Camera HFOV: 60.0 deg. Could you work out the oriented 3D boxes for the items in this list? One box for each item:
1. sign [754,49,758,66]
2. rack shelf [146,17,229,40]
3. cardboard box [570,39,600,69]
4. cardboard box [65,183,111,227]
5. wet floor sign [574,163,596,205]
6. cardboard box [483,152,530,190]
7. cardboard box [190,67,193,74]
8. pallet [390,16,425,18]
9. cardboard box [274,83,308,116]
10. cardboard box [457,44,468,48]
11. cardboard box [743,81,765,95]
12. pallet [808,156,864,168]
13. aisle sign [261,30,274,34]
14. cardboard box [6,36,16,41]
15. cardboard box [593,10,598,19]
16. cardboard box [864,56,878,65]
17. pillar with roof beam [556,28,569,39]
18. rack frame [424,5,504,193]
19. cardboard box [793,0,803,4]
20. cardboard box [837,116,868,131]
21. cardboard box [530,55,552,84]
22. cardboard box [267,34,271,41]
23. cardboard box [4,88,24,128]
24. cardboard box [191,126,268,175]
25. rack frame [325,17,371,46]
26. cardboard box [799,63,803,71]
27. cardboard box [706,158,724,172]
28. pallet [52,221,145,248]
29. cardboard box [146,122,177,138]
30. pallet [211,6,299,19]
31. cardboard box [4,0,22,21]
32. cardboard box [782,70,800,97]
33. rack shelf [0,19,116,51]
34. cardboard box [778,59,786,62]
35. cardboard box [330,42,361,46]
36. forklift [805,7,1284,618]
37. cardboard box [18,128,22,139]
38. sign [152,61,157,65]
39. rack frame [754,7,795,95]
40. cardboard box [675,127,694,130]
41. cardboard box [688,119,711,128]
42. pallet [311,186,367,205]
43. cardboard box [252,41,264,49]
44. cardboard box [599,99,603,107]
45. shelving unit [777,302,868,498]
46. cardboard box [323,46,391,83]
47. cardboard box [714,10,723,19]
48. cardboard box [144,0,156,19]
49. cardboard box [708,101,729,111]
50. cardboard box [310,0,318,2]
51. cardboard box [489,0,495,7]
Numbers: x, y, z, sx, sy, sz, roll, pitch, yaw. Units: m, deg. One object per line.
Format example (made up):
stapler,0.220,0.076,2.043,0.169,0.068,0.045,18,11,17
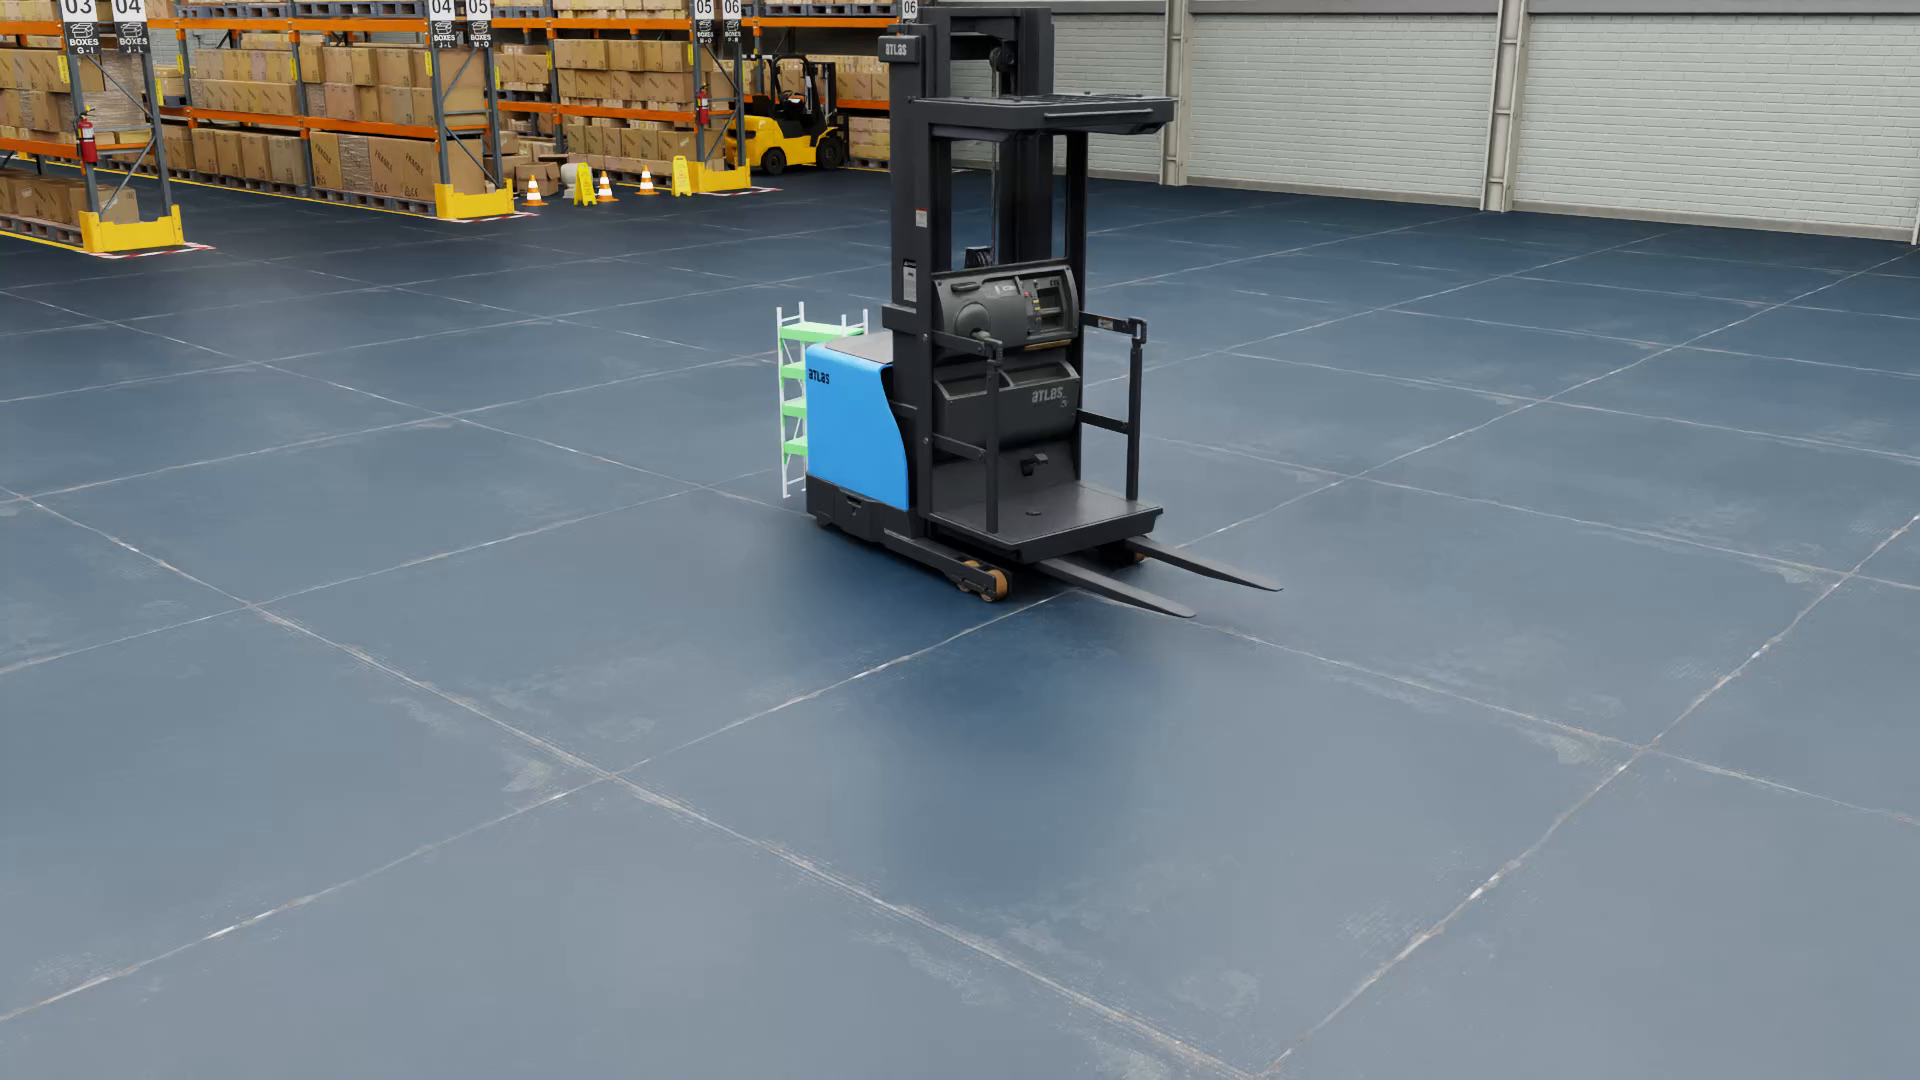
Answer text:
sign,-4.132,-9.775,33.671,0.005,0.325,0.100,15,23,39
rack shelf,-14.768,-9.413,30.545,4.000,0.370,1.077,15,23,39
cardboard box,-6.518,-8.683,29.703,0.500,0.500,0.700,15,23,40
cardboard box,-11.583,-4.467,22.166,0.500,0.500,0.500,-11,21,-31
wet floor sign,-5.953,-5.639,26.312,0.232,0.644,0.267,11,20,30
cardboard box,-7.778,-6.300,28.405,0.503,0.637,0.797,15,23,39
cardboard box,-13.873,-8.529,30.266,0.250,0.149,0.380,15,23,39
pallet,-10.579,-10.522,33.161,1.003,0.211,1.213,16,24,42
cardboard box,-10.849,-7.214,27.218,0.500,0.500,0.500,15,23,39
cardboard box,-10.269,-9.744,33.537,0.500,0.500,0.500,14,22,37
cardboard box,-4.329,-9.356,34.382,0.500,0.250,0.500,16,23,40
pallet,-2.295,-7.643,33.344,1.213,0.211,1.003,15,23,39
aisle sign,-15.894,-11.995,38.152,0.004,0.787,0.394,15,23,39
cardboard box,-19.097,-10.047,34.001,0.500,0.500,0.500,15,23,39
cardboard box,-6.230,-9.249,29.251,0.250,0.149,0.380,14,22,38
cardboard box,-1.614,-9.194,31.895,0.250,0.149,0.380,16,23,40
pillar with roof beam,-12.542,-13.221,36.395,0.400,9.000,9.100,15,23,39
rack frame,-7.289,-6.319,24.563,0.127,3.000,1.000,15,23,39
cardboard box,-3.070,-10.631,32.746,0.250,0.149,0.380,16,24,41
cardboard box,-2.108,-8.171,32.598,0.500,0.250,0.500,15,23,40
cardboard box,-7.569,-8.692,30.691,0.500,0.500,0.500,15,23,38
cardboard box,-15.162,-11.167,36.949,0.250,0.149,0.380,15,23,40
cardboard box,-12.215,-5.809,22.301,0.500,0.500,0.875,15,23,39
cardboard box,-12.877,-6.910,29.452,0.750,0.750,1.050,15,23,39
rack frame,-13.054,-9.868,35.748,0.127,3.000,1.000,15,23,39
cardboard box,-2.976,-9.402,33.041,0.250,0.149,0.380,15,23,39
cardboard box,-4.499,-6.573,29.216,0.500,0.250,0.500,15,23,39
pallet,-11.298,-4.074,22.100,1.213,0.211,1.003,15,23,39
cardboard box,-14.713,-7.574,30.716,0.500,0.250,0.500,16,23,41
pallet,-11.917,-8.924,28.124,1.213,0.211,1.003,16,24,42
cardboard box,-11.939,-6.819,21.428,0.500,0.250,0.500,16,23,40
cardboard box,-3.220,-9.184,33.428,0.500,0.500,0.500,16,23,40
rack shelf,-12.153,-6.705,22.011,4.000,0.370,1.077,15,23,39
cardboard box,-3.470,-9.725,33.567,0.250,0.149,0.380,15,23,40
cardboard box,-12.916,-10.239,35.098,0.500,0.500,0.500,15,23,40
forklift,0.389,-1.247,8.696,1.130,2.935,3.031,-13,22,-36
cardboard box,-12.340,-5.451,22.244,0.250,0.149,0.380,15,23,39
sign,-20.357,-11.929,41.793,0.001,0.218,0.327,15,23,39
rack frame,-3.779,-9.386,34.227,0.127,3.000,1.000,15,23,39
cardboard box,-4.911,-7.039,29.444,0.500,0.500,0.500,14,22,37
cardboard box,-5.315,-8.864,35.816,0.625,0.625,0.875,14,22,37
pallet,-9.764,-5.622,26.979,1.213,0.211,1.003,15,23,39
cardboard box,-15.485,-10.933,37.283,0.500,0.500,0.500,14,23,38
cardboard box,-6.224,-7.817,29.700,0.250,0.149,0.380,15,23,39
shelving unit,-0.834,-0.827,10.235,0.503,1.200,0.258,11,21,31
cardboard box,-9.539,-7.542,26.385,0.550,0.550,0.875,15,23,39
cardboard box,-4.112,-8.909,28.181,0.250,0.149,0.380,15,23,39
cardboard box,-14.251,-9.557,29.643,0.500,0.500,0.500,15,23,39
cardboard box,-4.196,-7.454,28.556,0.250,0.149,0.380,15,23,39
cardboard box,-9.854,-8.428,25.805,0.250,0.149,0.380,15,23,39
cardboard box,-8.903,-10.244,31.803,0.637,0.503,0.797,15,23,39
